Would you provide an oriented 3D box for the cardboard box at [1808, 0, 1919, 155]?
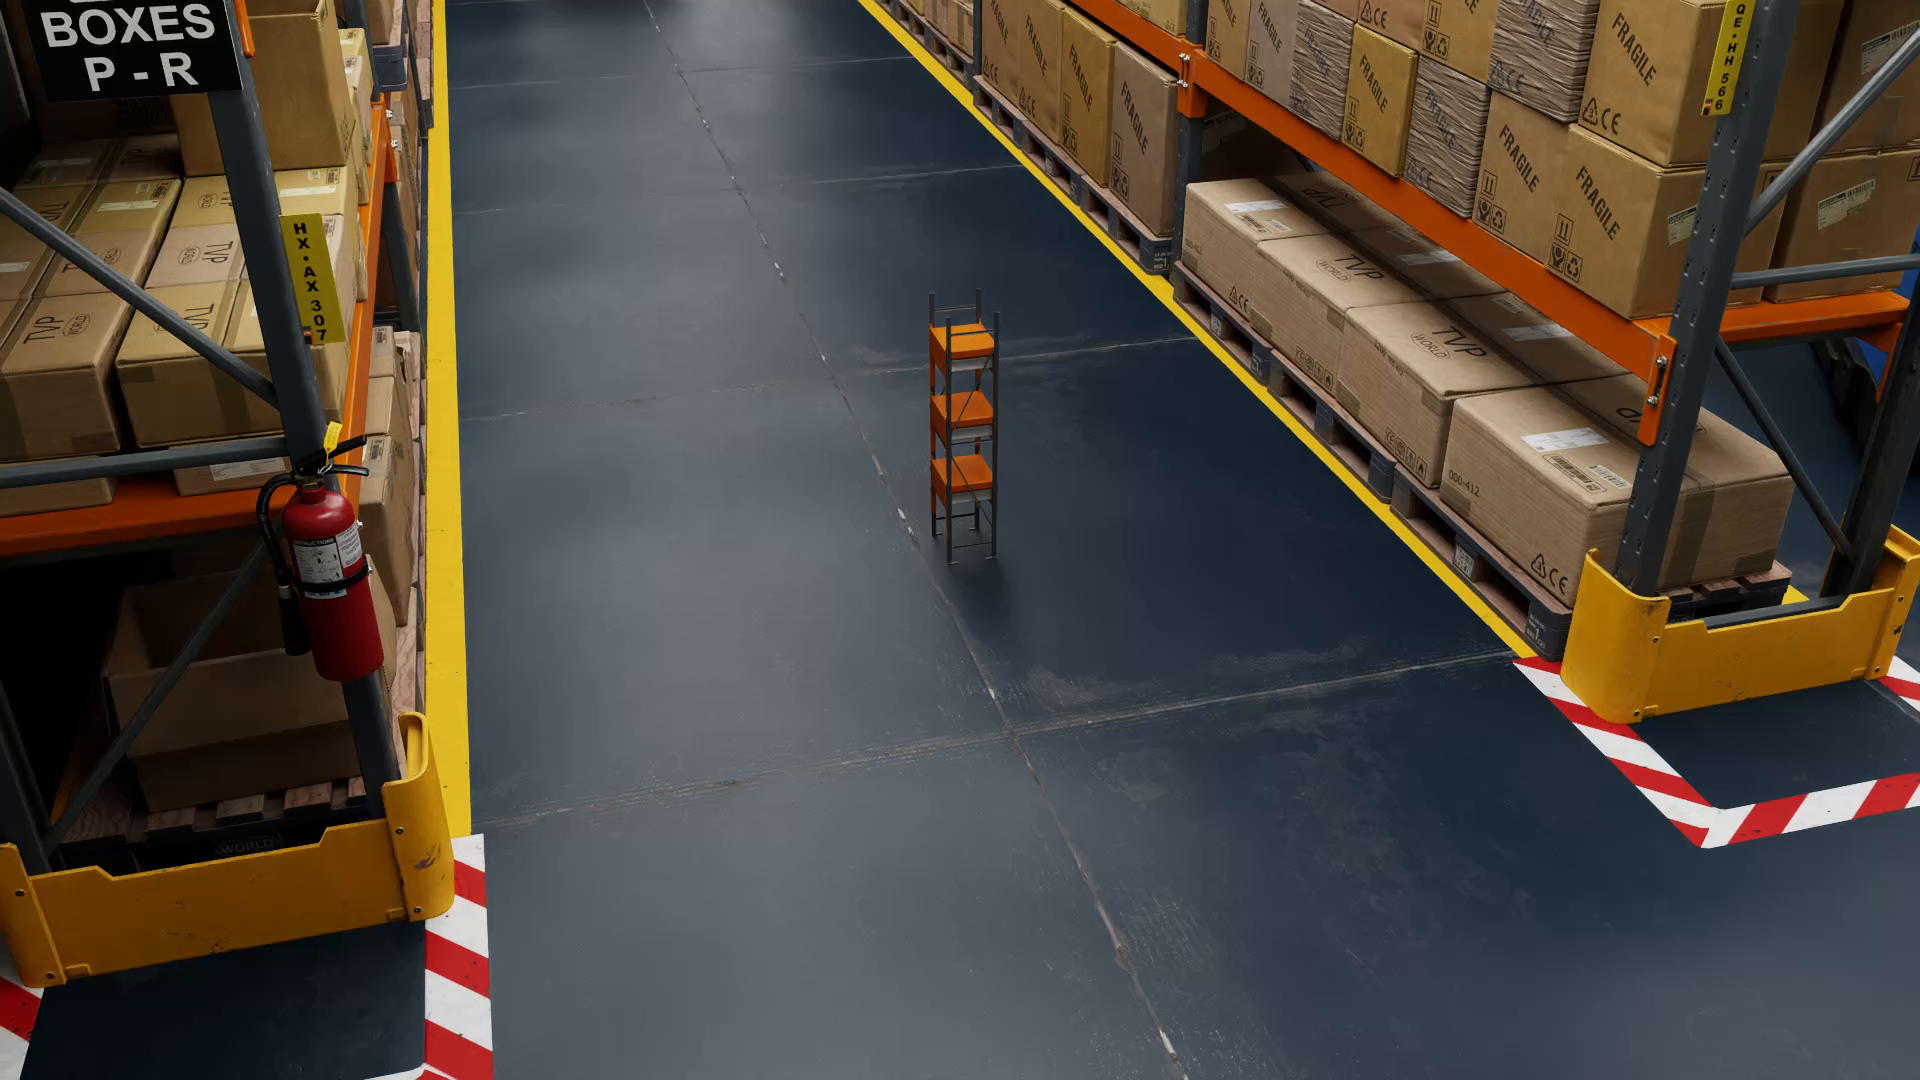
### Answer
[{"bbox_3d":[2.865,-1.580,5.388,0.500,0.500,0.500,-9,31,-14],"label":"cardboard box"}]

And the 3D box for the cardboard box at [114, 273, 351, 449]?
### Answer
[{"bbox_3d":[-1.928,-0.491,4.457,0.500,0.250,0.500,-8,31,-13],"label":"cardboard box"}]

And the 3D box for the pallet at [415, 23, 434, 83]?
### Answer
[{"bbox_3d":[-4.692,-3.820,13.140,1.003,0.211,1.213,-8,31,-13],"label":"pallet"}]

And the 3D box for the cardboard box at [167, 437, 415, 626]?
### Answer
[{"bbox_3d":[-2.328,0.002,5.829,0.700,0.500,0.500,-7,31,-11],"label":"cardboard box"}]

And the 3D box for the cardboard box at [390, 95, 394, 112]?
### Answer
[{"bbox_3d":[-3.490,-2.568,9.621,0.380,0.149,0.250,-9,31,-16],"label":"cardboard box"}]

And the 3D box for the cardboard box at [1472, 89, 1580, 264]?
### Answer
[{"bbox_3d":[2.216,-1.320,5.936,0.500,0.500,0.500,-8,31,-14],"label":"cardboard box"}]

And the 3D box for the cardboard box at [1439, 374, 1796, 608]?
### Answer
[{"bbox_3d":[2.446,-0.213,6.261,0.875,0.438,0.875,-9,31,-15],"label":"cardboard box"}]

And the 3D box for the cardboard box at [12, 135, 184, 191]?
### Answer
[{"bbox_3d":[-2.846,-1.165,5.621,0.500,0.250,0.500,-8,31,-13],"label":"cardboard box"}]

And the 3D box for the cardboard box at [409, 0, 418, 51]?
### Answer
[{"bbox_3d":[-4.703,-4.133,12.848,0.875,0.625,0.625,-9,31,-15],"label":"cardboard box"}]

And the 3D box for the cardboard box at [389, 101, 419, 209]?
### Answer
[{"bbox_3d":[-3.451,-2.217,9.662,0.500,0.500,0.500,-9,31,-15],"label":"cardboard box"}]

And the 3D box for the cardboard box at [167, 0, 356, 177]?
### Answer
[{"bbox_3d":[-2.326,-1.540,5.521,0.500,0.500,0.500,-7,31,-12],"label":"cardboard box"}]

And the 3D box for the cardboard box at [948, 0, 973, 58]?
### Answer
[{"bbox_3d":[0.454,-4.017,12.899,0.950,0.372,0.625,-10,32,-17],"label":"cardboard box"}]

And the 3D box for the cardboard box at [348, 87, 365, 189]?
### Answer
[{"bbox_3d":[-2.492,-1.472,6.152,0.500,0.250,0.500,-8,31,-14],"label":"cardboard box"}]

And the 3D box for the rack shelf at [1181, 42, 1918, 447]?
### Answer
[{"bbox_3d":[2.187,-1.489,7.046,1.077,0.370,4.000,-8,31,-13],"label":"rack shelf"}]

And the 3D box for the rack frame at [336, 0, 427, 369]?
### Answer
[{"bbox_3d":[-3.129,-2.104,7.391,1.000,3.000,0.127,-8,31,-13],"label":"rack frame"}]

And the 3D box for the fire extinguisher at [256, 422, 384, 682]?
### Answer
[{"bbox_3d":[-1.583,0.032,4.150,0.296,0.674,0.183,-8,31,-13],"label":"fire extinguisher"}]

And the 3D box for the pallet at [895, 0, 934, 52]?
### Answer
[{"bbox_3d":[0.068,-4.457,14.240,1.003,0.211,1.213,-8,31,-13],"label":"pallet"}]

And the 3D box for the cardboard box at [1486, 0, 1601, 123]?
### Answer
[{"bbox_3d":[2.193,-1.760,5.699,0.500,0.500,0.500,-8,31,-13],"label":"cardboard box"}]

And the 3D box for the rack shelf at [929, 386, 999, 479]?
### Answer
[{"bbox_3d":[0.014,-0.419,6.448,0.215,0.259,0.240,-8,31,-13],"label":"rack shelf"}]

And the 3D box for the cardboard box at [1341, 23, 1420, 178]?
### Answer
[{"bbox_3d":[1.920,-1.815,6.791,0.500,0.500,0.500,-7,31,-12],"label":"cardboard box"}]

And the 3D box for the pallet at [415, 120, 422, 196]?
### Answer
[{"bbox_3d":[-4.029,-2.464,10.796,1.003,0.211,1.213,-8,31,-13],"label":"pallet"}]

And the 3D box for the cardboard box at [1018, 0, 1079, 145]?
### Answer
[{"bbox_3d":[0.930,-3.184,10.959,0.875,0.875,0.875,-7,31,-13],"label":"cardboard box"}]

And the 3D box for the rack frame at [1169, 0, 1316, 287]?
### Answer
[{"bbox_3d":[1.656,-2.766,8.535,1.000,3.000,0.127,-8,31,-13],"label":"rack frame"}]

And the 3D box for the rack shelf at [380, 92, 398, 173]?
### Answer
[{"bbox_3d":[-3.660,-2.759,9.241,1.077,0.370,4.000,-8,31,-13],"label":"rack shelf"}]

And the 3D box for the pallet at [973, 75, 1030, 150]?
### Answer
[{"bbox_3d":[0.731,-3.100,11.896,1.003,0.211,1.213,-8,31,-13],"label":"pallet"}]

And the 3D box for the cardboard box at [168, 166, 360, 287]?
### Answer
[{"bbox_3d":[-2.200,-0.979,5.300,0.500,0.250,0.500,-8,31,-14],"label":"cardboard box"}]

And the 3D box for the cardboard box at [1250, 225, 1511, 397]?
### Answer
[{"bbox_3d":[1.957,-1.089,7.776,0.875,0.438,0.875,-9,31,-15],"label":"cardboard box"}]

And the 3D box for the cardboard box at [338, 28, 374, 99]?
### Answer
[{"bbox_3d":[-2.759,-1.955,6.986,0.500,0.250,0.500,-7,31,-12],"label":"cardboard box"}]

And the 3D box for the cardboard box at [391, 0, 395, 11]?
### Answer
[{"bbox_3d":[-3.179,-2.843,8.148,0.700,0.500,0.500,-8,31,-13],"label":"cardboard box"}]

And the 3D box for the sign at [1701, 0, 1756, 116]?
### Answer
[{"bbox_3d":[2.191,-1.373,4.735,0.100,0.325,0.005,-8,31,-13],"label":"sign"}]

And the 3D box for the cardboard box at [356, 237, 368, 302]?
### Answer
[{"bbox_3d":[-2.184,-0.888,5.540,0.380,0.149,0.250,-9,31,-15],"label":"cardboard box"}]

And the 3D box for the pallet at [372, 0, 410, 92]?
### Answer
[{"bbox_3d":[-3.236,-2.422,8.131,1.003,0.211,1.213,-8,31,-13],"label":"pallet"}]

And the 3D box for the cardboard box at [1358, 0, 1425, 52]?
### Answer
[{"bbox_3d":[1.933,-2.242,6.532,0.500,0.500,0.500,-8,31,-14],"label":"cardboard box"}]

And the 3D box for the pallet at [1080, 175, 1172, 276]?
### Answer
[{"bbox_3d":[1.378,-1.922,9.860,1.003,0.211,1.213,-8,31,-13],"label":"pallet"}]

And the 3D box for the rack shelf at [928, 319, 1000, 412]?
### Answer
[{"bbox_3d":[0.014,-0.665,6.305,0.215,0.259,0.240,-8,31,-13],"label":"rack shelf"}]

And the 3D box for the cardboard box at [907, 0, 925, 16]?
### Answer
[{"bbox_3d":[0.054,-4.739,14.147,0.950,0.372,0.625,-7,31,-12],"label":"cardboard box"}]

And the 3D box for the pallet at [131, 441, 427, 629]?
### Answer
[{"bbox_3d":[-2.620,0.025,6.497,1.003,0.211,1.213,-8,31,-13],"label":"pallet"}]

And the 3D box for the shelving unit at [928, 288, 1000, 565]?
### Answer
[{"bbox_3d":[0.014,-0.429,6.442,0.215,1.050,0.252,-8,31,-13],"label":"shelving unit"}]

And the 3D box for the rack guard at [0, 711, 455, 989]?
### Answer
[{"bbox_3d":[-2.087,0.873,4.743,1.175,0.500,0.348,-8,31,-13],"label":"rack guard"}]

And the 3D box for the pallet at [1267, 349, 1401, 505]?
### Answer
[{"bbox_3d":[2.110,-0.591,7.561,1.003,0.211,1.213,-8,31,-13],"label":"pallet"}]

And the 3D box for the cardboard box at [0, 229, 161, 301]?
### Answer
[{"bbox_3d":[-2.581,-0.672,4.770,0.500,0.250,0.500,-8,31,-13],"label":"cardboard box"}]

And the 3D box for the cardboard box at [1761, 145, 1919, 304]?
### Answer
[{"bbox_3d":[2.867,-1.148,5.639,0.500,0.500,0.500,-8,31,-14],"label":"cardboard box"}]

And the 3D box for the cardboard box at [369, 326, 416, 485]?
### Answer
[{"bbox_3d":[-2.603,-0.500,6.695,0.700,0.500,0.500,-9,31,-15],"label":"cardboard box"}]

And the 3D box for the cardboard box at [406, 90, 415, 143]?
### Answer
[{"bbox_3d":[-3.748,-2.718,10.527,0.500,0.500,0.500,-8,31,-14],"label":"cardboard box"}]

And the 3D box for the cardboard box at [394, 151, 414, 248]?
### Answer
[{"bbox_3d":[-3.191,-1.724,8.810,0.500,0.500,0.500,-8,31,-14],"label":"cardboard box"}]

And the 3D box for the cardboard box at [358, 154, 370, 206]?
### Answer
[{"bbox_3d":[-2.480,-1.380,6.391,0.380,0.149,0.250,-8,31,-14],"label":"cardboard box"}]

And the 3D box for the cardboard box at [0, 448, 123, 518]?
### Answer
[{"bbox_3d":[-2.414,-0.188,4.332,0.380,0.149,0.250,-8,31,-14],"label":"cardboard box"}]

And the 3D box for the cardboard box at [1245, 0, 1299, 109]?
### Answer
[{"bbox_3d":[1.658,-2.304,7.637,0.500,0.500,0.500,-8,31,-13],"label":"cardboard box"}]

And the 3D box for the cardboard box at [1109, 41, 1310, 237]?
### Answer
[{"bbox_3d":[1.414,-2.317,9.461,0.875,0.875,0.875,-7,31,-12],"label":"cardboard box"}]

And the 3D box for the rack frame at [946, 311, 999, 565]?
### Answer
[{"bbox_3d":[0.047,-0.370,6.341,0.200,1.050,0.008,-8,31,-13],"label":"rack frame"}]

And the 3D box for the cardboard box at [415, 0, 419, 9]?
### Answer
[{"bbox_3d":[-5.103,-4.872,14.124,0.875,0.625,0.625,-6,31,-11],"label":"cardboard box"}]

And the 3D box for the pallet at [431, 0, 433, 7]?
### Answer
[{"bbox_3d":[-5.423,-5.151,15.439,1.003,0.211,1.213,-8,31,-13],"label":"pallet"}]

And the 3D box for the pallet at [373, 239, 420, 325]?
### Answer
[{"bbox_3d":[-3.381,-1.285,8.760,1.003,0.211,1.213,-8,31,-13],"label":"pallet"}]

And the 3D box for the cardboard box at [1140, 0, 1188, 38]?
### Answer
[{"bbox_3d":[1.294,-2.884,8.889,0.500,0.250,0.500,-9,31,-14],"label":"cardboard box"}]

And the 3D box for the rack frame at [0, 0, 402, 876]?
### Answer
[{"bbox_3d":[-2.067,-0.173,4.054,1.000,3.000,0.127,-8,31,-13],"label":"rack frame"}]

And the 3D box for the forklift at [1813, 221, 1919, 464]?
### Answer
[{"bbox_3d":[4.856,-2.220,7.659,1.130,2.935,3.031,8,31,13],"label":"forklift"}]

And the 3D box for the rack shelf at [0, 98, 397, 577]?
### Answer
[{"bbox_3d":[-2.598,-0.827,5.903,1.077,0.370,4.000,-8,31,-13],"label":"rack shelf"}]

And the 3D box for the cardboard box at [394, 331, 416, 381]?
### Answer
[{"bbox_3d":[-2.698,-0.822,7.603,0.380,0.149,0.250,-9,31,-15],"label":"cardboard box"}]
